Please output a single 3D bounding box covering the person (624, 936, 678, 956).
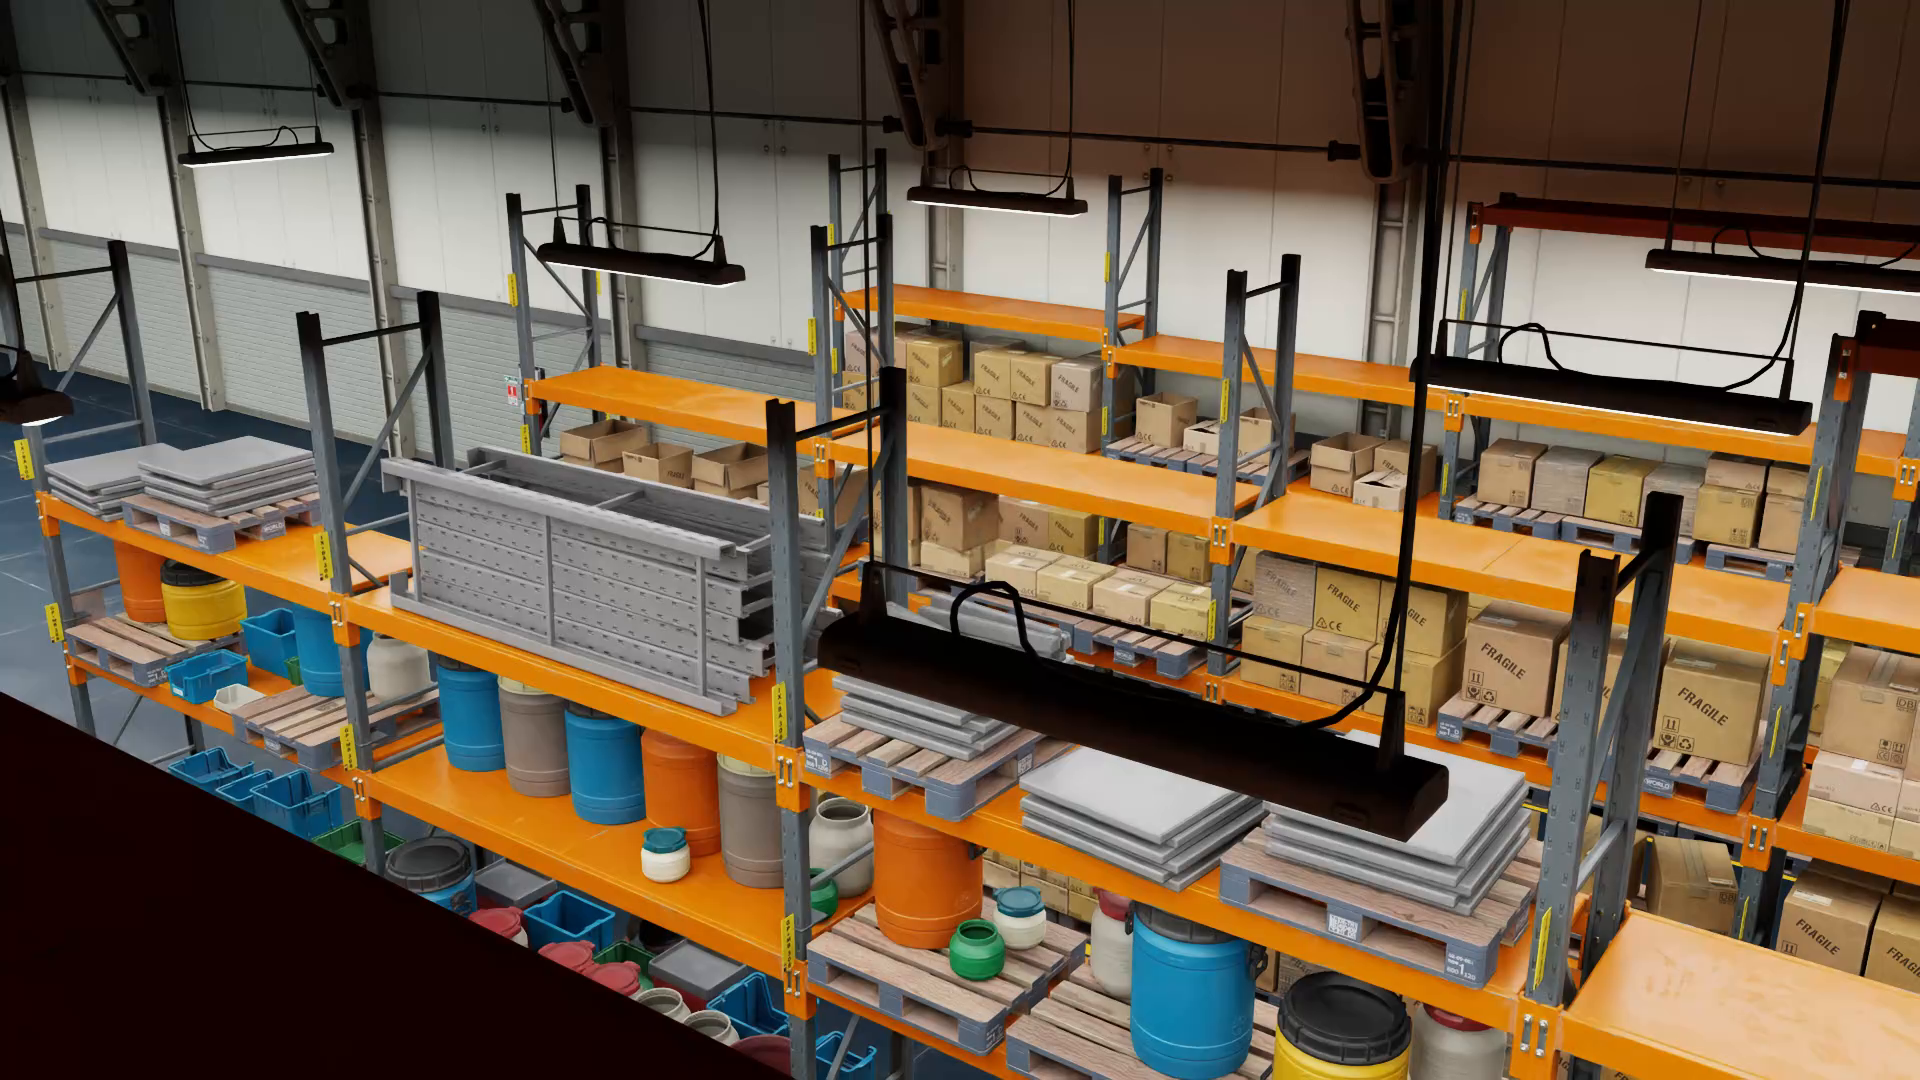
[{"bbox_3d":[-2.309,3.151,13.054,0.569,1.779,0.547,-12,22,-32],"label":"person"}]
